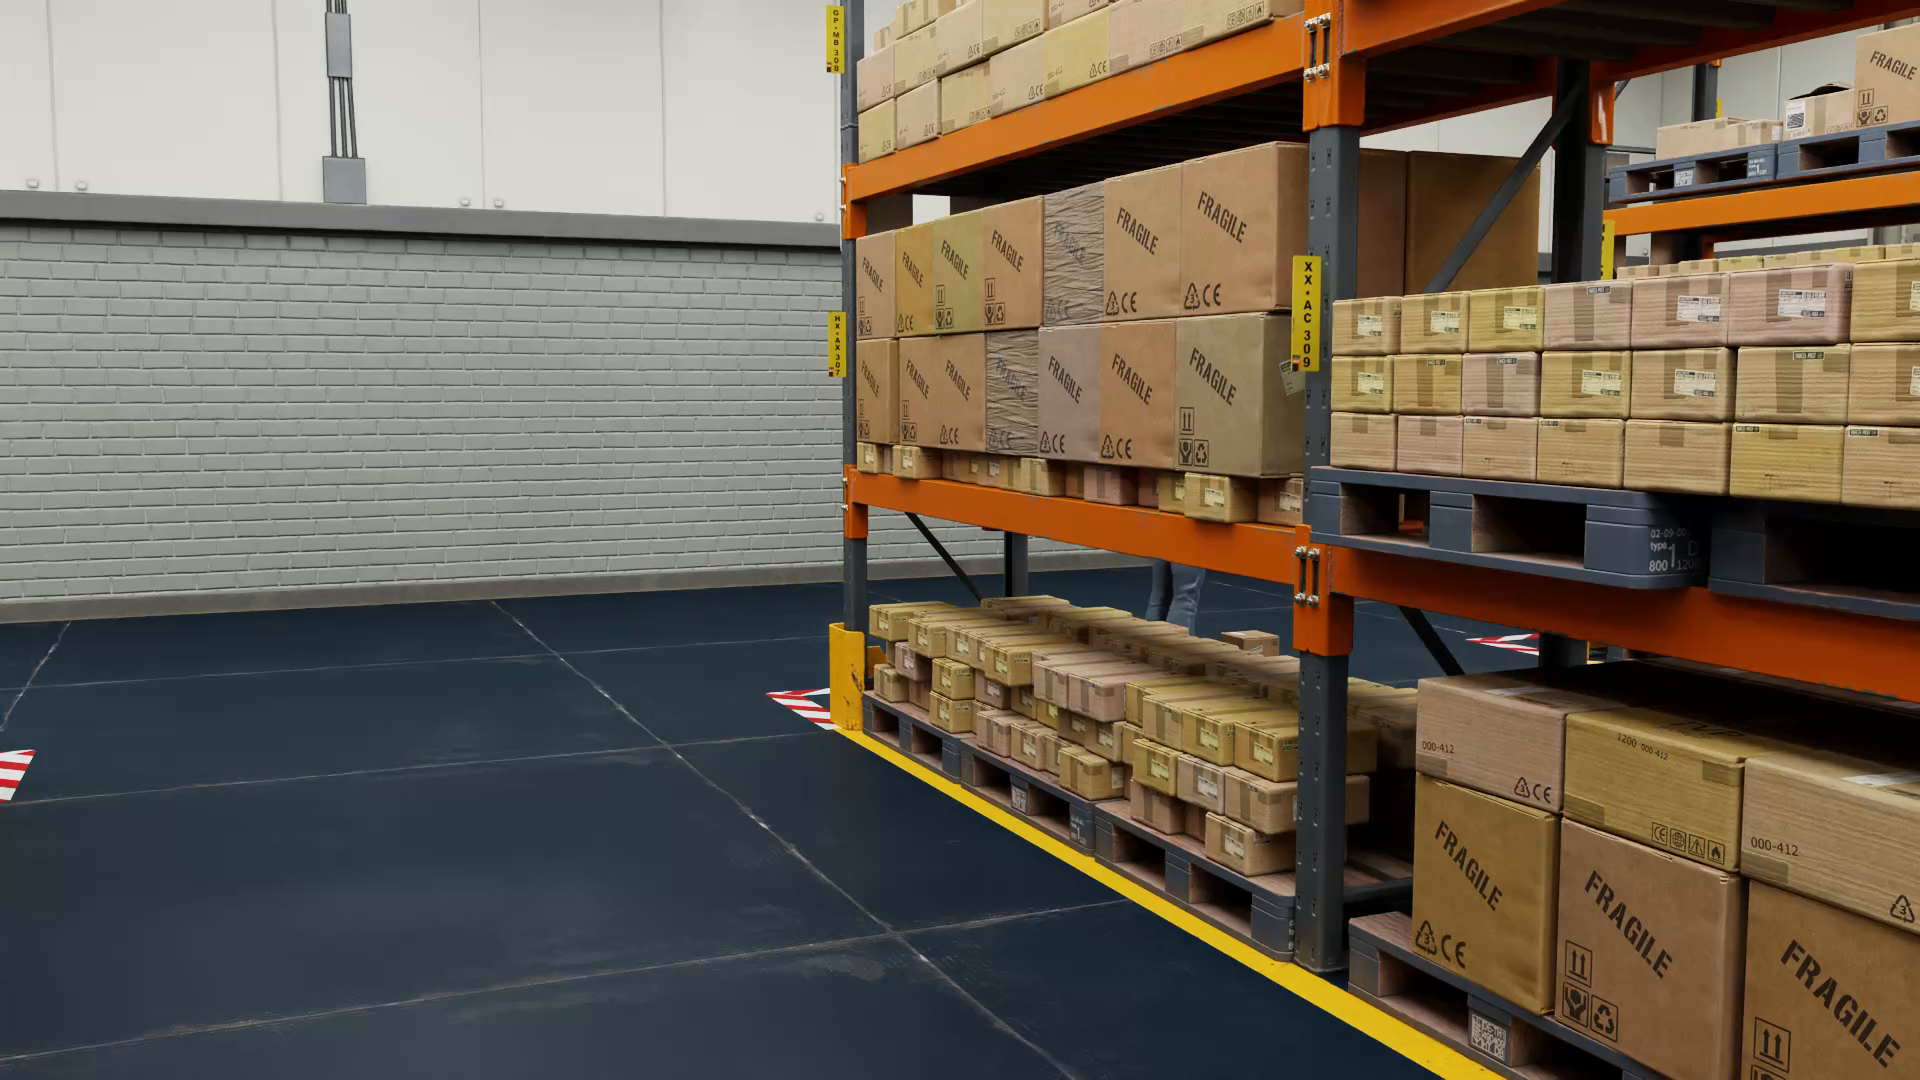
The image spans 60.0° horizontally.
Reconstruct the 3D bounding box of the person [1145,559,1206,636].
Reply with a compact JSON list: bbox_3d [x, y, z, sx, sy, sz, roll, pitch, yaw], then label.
[{"bbox_3d":[1.263,-0.056,9.659,0.359,1.767,0.562,-2,6,-23],"label":"person"}]
